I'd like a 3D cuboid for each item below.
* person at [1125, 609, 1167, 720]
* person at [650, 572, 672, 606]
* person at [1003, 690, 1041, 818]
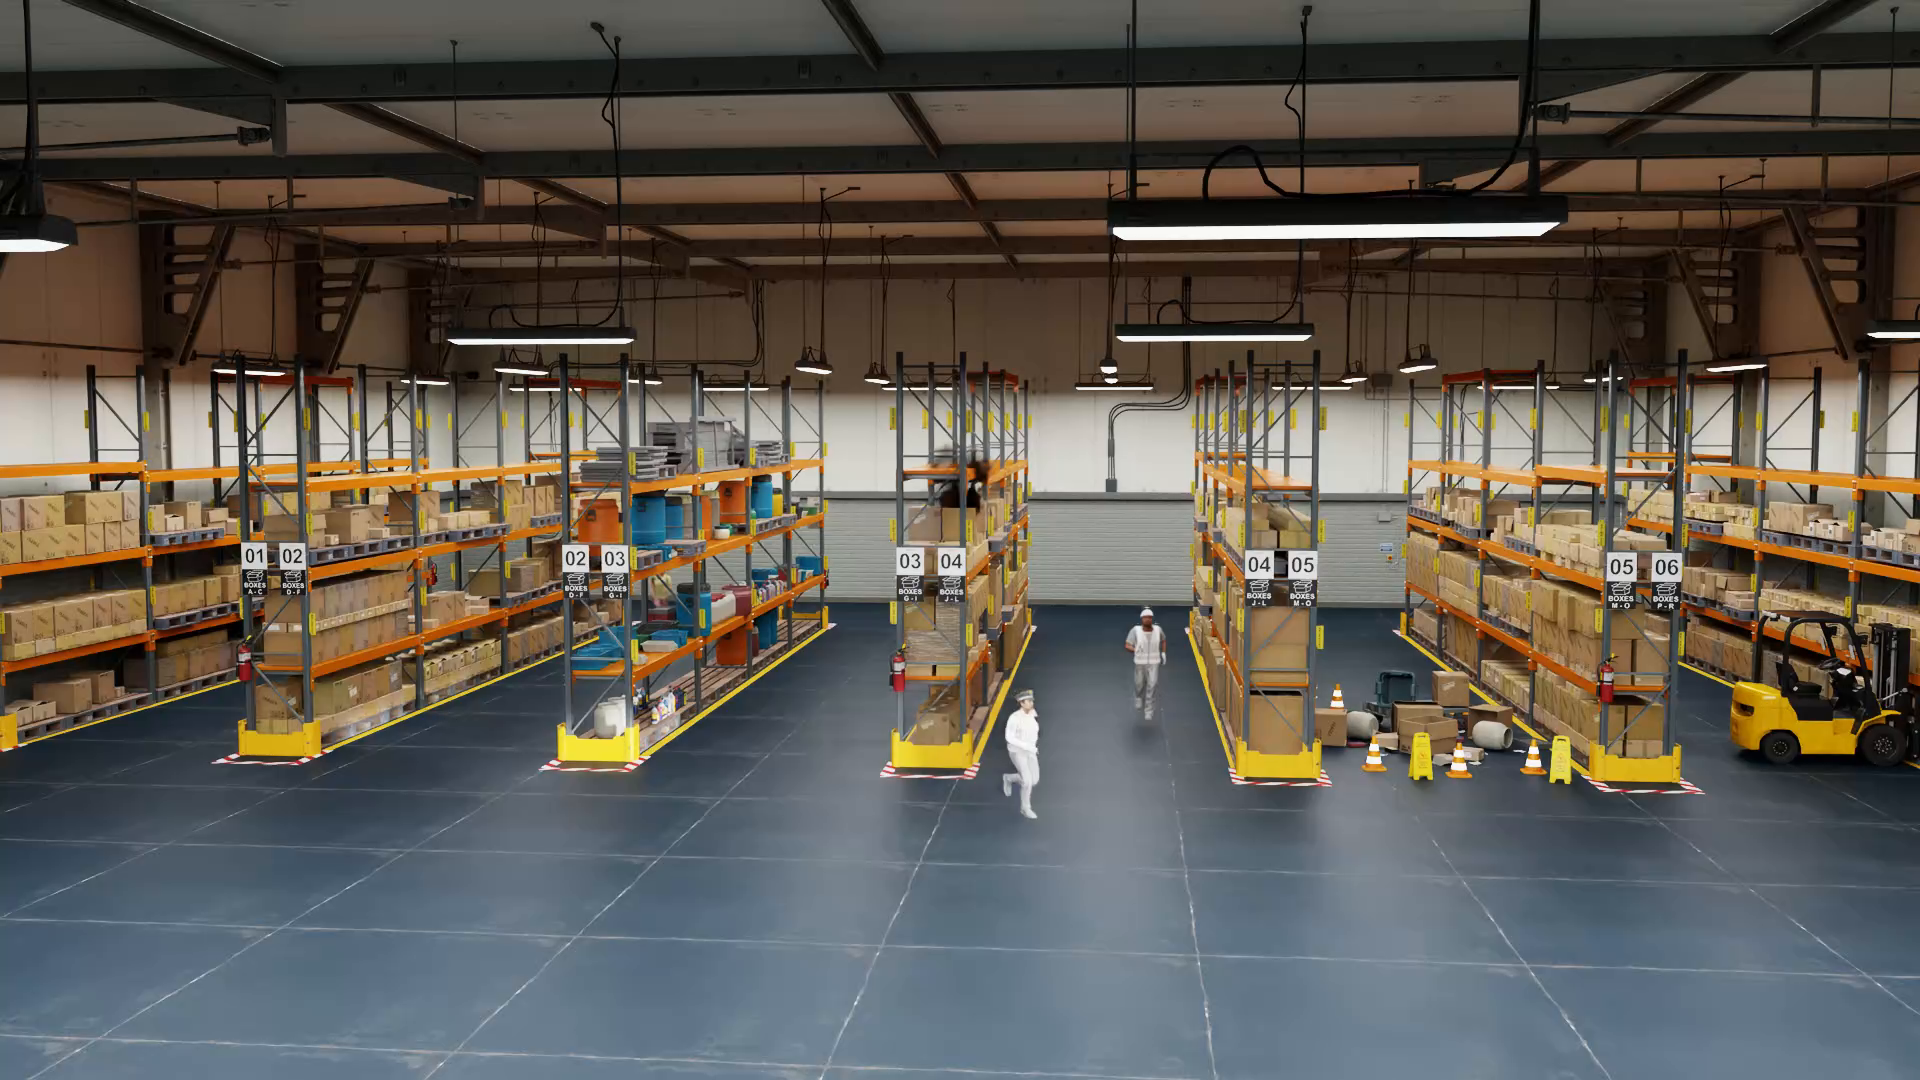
[{"bbox_3d":[3.004,1.989,26.821,0.699,1.759,0.847,0,4,-1],"label":"person"},{"bbox_3d":[-7.025,1.394,39.142,0.523,1.687,0.921,-1,4,-9],"label":"person"},{"bbox_3d":[0.794,2.703,21.143,0.654,1.648,0.650,4,6,44],"label":"person"}]
